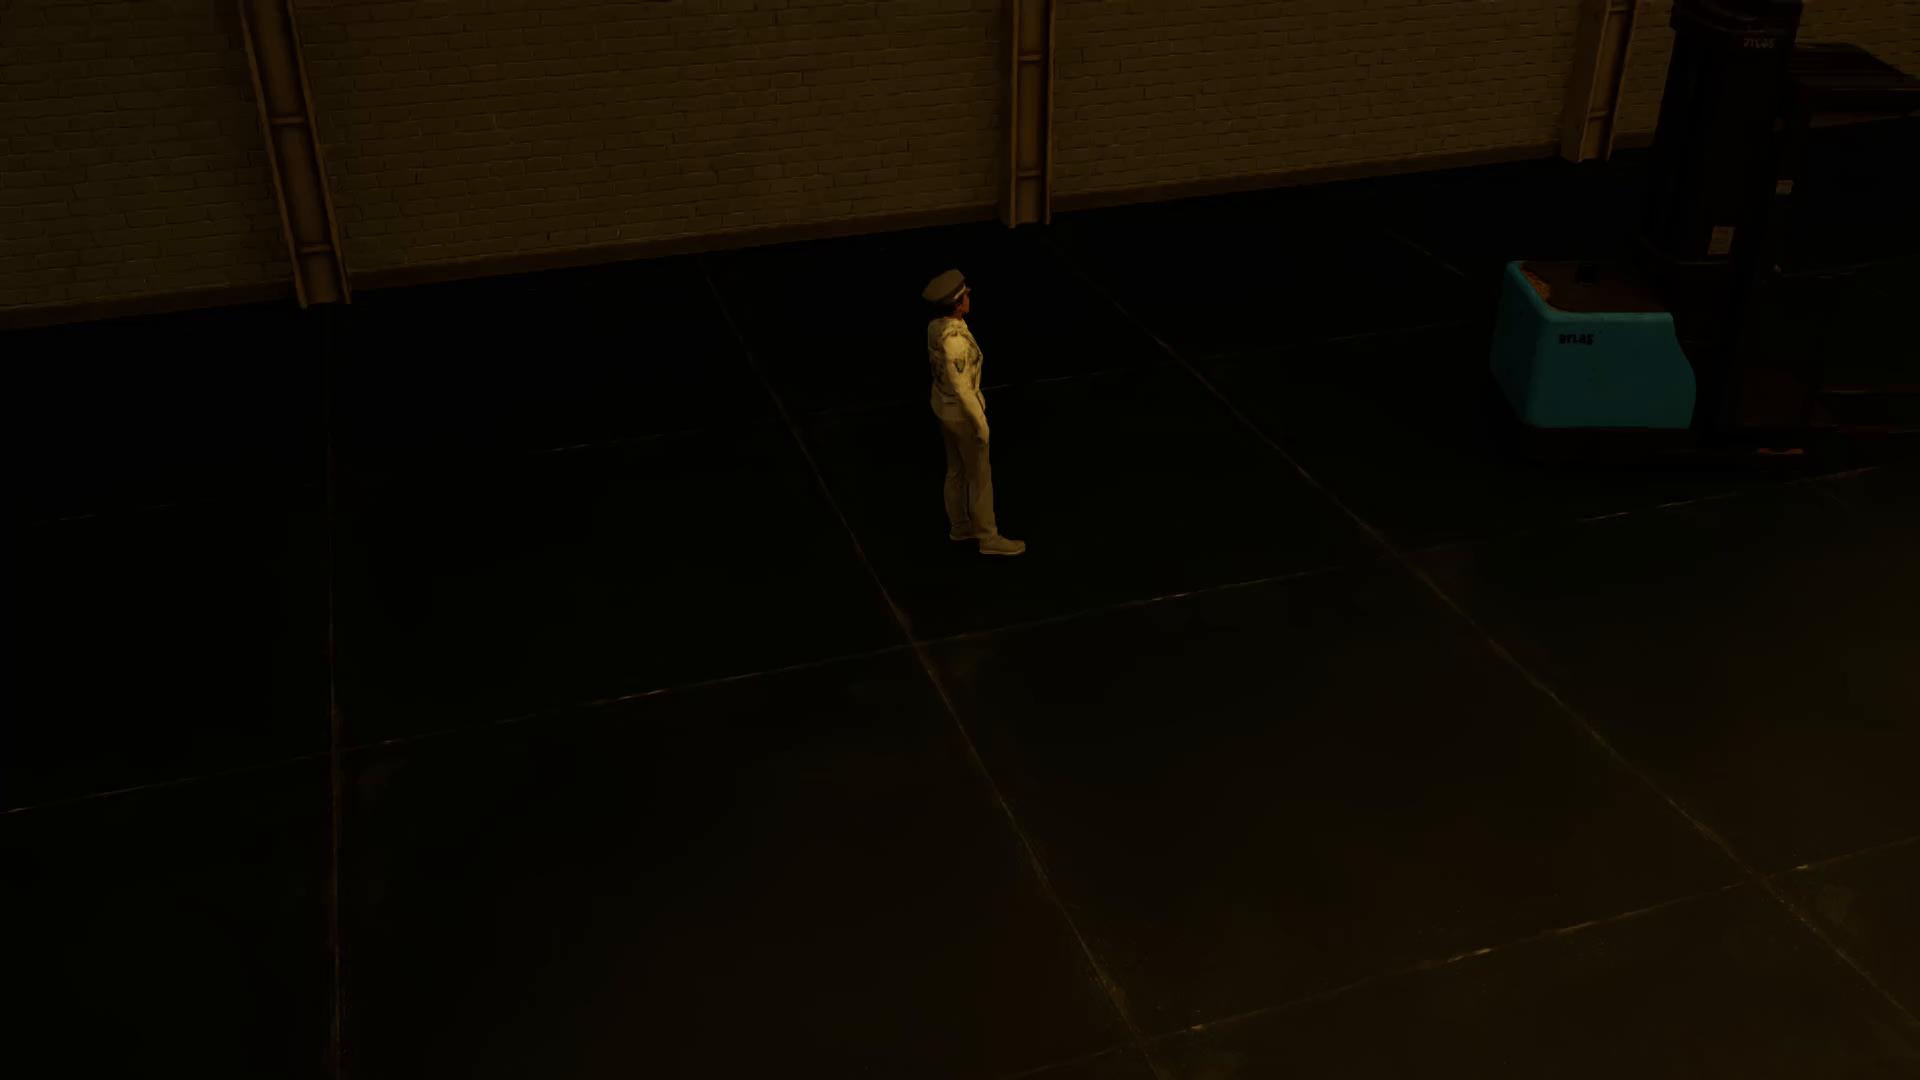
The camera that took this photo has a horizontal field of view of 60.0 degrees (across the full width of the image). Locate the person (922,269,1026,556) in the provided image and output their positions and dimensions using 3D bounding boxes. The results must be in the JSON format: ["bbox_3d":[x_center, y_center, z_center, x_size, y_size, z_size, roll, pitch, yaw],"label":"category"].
[{"bbox_3d":[0.066,-0.749,9.613,0.533,1.695,0.586,-10,31,-16],"label":"person"}]

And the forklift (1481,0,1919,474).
[{"bbox_3d":[5.138,-1.967,10.506,3.031,2.935,1.130,1,30,1],"label":"forklift"}]
